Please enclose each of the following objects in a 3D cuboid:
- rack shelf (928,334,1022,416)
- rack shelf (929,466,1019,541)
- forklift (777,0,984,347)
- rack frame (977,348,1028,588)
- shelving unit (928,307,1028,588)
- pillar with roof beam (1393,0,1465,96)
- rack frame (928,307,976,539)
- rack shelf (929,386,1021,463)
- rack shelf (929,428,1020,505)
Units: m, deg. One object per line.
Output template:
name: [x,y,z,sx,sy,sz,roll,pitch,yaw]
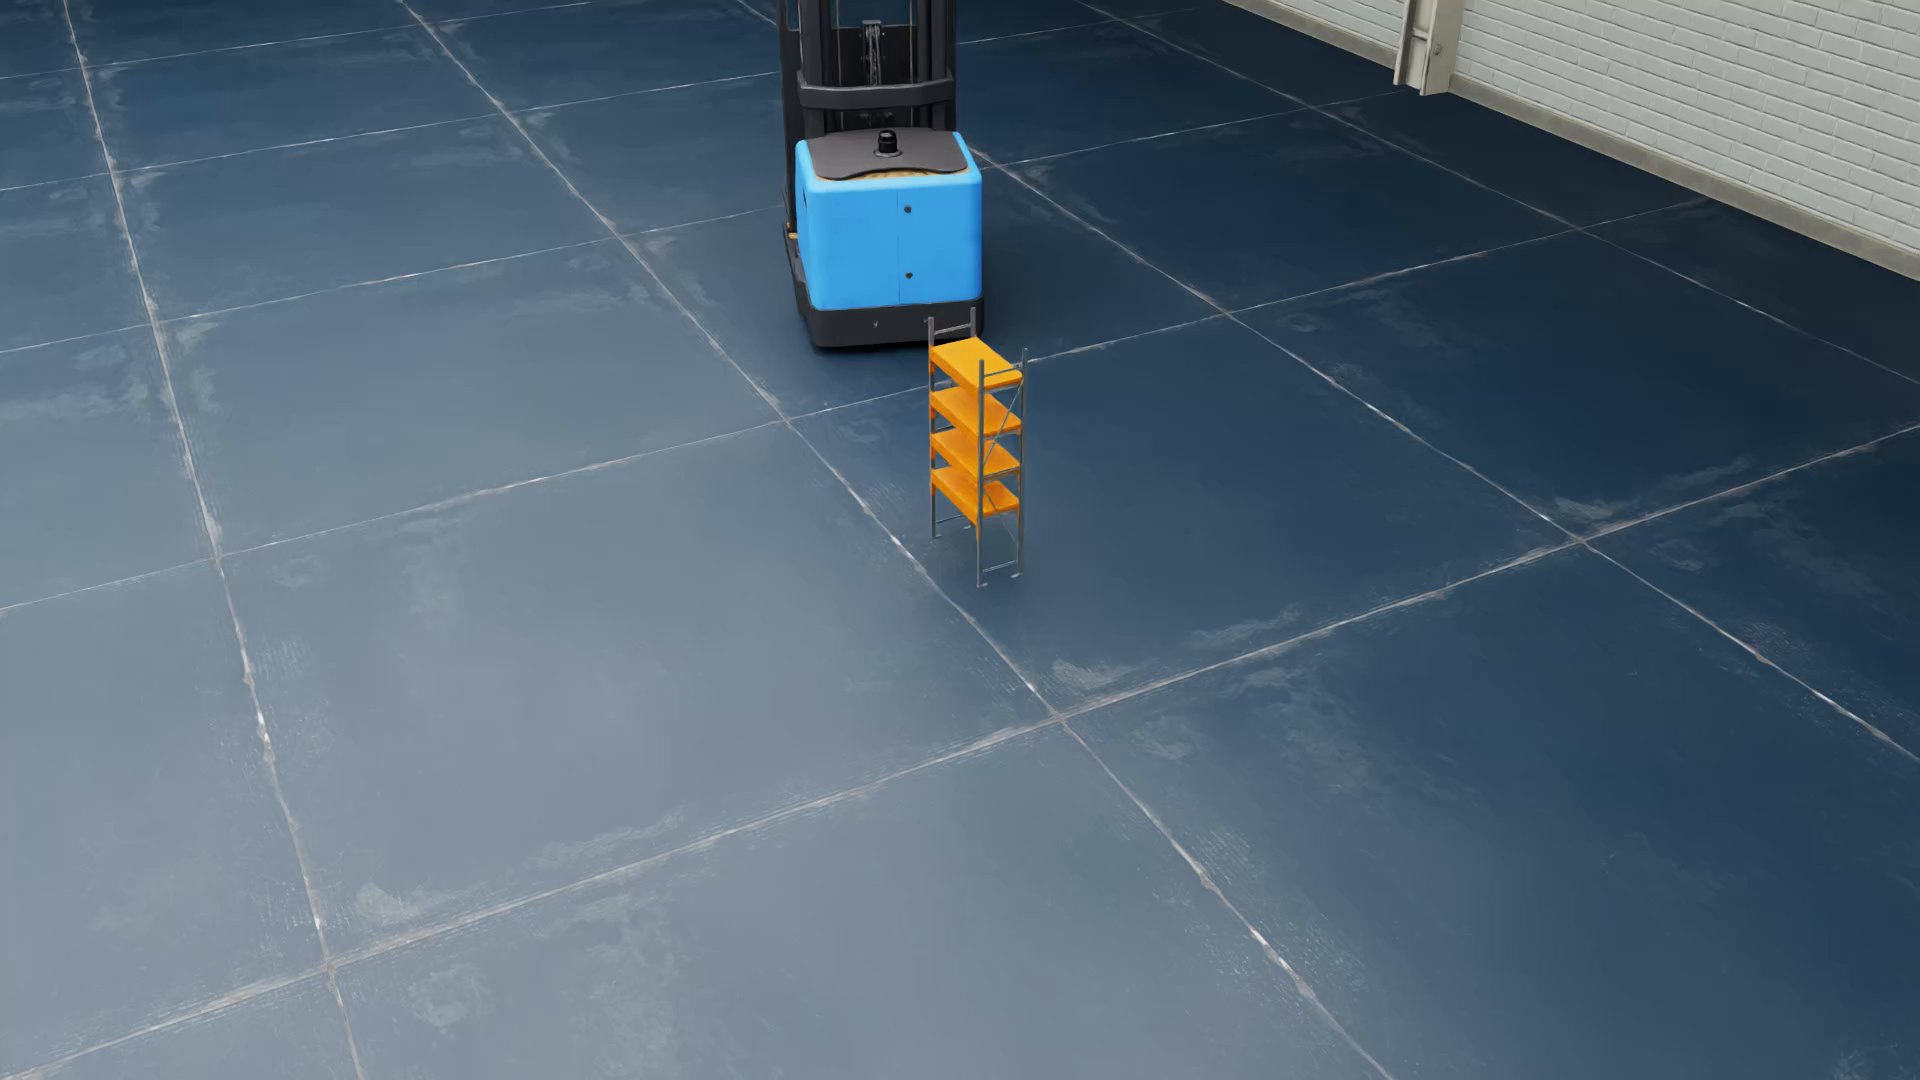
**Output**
rack shelf: [0.077,-0.757,7.591,0.258,0.148,0.480,-16,36,-23]
rack shelf: [0.077,-0.202,7.946,0.258,0.148,0.480,-16,36,-23]
forklift: [-0.610,-3.165,10.473,1.130,2.935,3.031,-5,33,-8]
rack frame: [0.191,-0.310,7.621,0.240,1.200,0.015,-16,36,-23]
shelving unit: [0.077,-0.426,7.803,0.258,1.200,0.503,-16,36,-23]
pillar with roof beam: [0.175,-6.616,10.234,9.100,9.000,0.400,-16,36,-23]
rack frame: [-0.037,-0.543,7.985,0.240,1.200,0.015,-16,36,-23]
rack shelf: [0.077,-0.558,7.719,0.258,0.148,0.480,-16,36,-23]
rack shelf: [0.077,-0.370,7.839,0.258,0.148,0.480,-16,36,-23]
